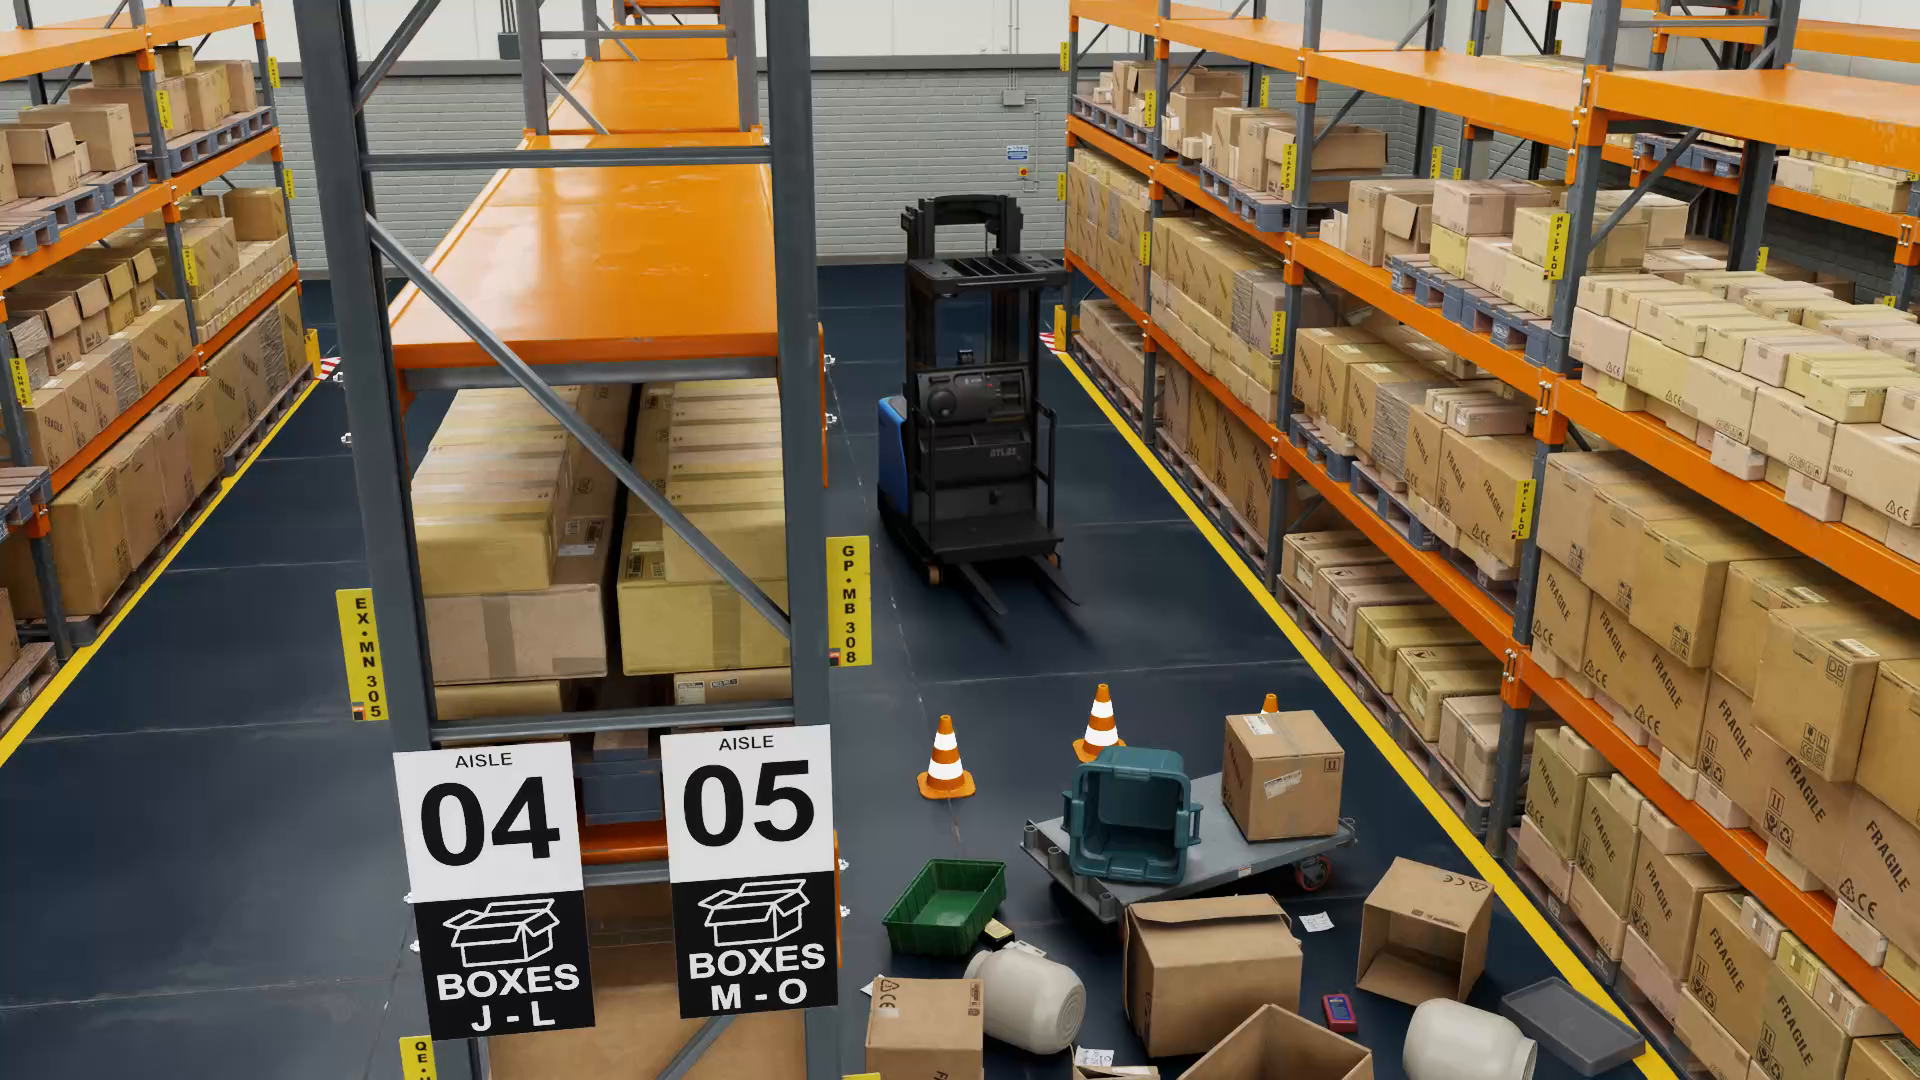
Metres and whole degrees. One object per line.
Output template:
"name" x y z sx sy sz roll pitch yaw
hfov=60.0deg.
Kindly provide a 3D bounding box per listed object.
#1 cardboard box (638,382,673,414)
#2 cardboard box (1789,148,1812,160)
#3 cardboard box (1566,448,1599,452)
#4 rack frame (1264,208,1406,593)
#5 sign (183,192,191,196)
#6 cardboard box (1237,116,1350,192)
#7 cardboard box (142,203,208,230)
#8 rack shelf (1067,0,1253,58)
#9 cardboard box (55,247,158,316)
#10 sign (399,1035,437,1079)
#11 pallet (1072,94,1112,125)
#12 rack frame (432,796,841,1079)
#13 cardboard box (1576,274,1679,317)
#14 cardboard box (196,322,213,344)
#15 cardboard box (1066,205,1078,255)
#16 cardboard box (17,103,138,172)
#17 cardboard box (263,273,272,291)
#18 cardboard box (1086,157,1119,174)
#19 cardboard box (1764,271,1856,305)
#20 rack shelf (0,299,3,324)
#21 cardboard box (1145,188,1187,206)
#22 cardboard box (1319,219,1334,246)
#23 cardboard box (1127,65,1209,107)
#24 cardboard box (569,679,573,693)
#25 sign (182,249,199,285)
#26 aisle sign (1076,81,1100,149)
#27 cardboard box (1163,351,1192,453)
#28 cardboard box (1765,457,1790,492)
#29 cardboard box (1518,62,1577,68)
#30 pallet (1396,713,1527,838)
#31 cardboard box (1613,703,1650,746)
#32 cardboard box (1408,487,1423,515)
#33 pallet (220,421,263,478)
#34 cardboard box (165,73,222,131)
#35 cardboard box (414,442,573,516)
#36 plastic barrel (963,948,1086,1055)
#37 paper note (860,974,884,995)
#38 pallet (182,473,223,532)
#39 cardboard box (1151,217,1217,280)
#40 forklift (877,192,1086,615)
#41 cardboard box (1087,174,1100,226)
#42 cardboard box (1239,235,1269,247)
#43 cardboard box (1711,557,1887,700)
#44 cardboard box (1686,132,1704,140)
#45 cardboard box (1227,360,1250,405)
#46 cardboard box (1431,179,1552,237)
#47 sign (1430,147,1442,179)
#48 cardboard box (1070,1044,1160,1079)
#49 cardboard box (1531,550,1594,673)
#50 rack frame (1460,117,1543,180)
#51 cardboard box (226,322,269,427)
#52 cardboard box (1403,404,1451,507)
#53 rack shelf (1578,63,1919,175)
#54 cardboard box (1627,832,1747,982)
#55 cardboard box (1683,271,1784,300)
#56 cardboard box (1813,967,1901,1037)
"cardboard box" -0.844 -0.399 5.756 0.500 0.250 0.500 -3 21 -8
"cardboard box" 7.384 -3.362 14.288 0.380 0.149 0.250 -2 21 -6
"cardboard box" 3.714 -0.206 9.313 0.500 0.500 0.500 -2 21 -6
"rack frame" 2.921 -1.031 12.690 1.000 3.000 0.127 -3 21 -8
"sign" -8.588 -3.718 18.534 0.100 0.325 0.005 -3 21 -8
"cardboard box" 2.591 -3.013 12.967 0.700 0.500 0.500 -4 21 -10
"cardboard box" -8.084 -3.190 17.187 0.500 0.500 0.500 -3 21 -9
"rack shelf" 2.056 -5.395 17.399 1.077 0.370 4.000 -3 21 -8
"cardboard box" -7.362 -2.213 14.276 0.797 0.503 0.637 -3 21 -9
"sign" -1.348 1.392 4.208 0.100 0.325 0.005 -3 21 -8
"pallet" 1.885 -4.909 18.911 1.003 0.211 1.213 -3 21 -8
"rack frame" -0.809 2.023 4.512 1.000 3.000 0.127 -3 21 -8
"cardboard box" 3.220 -1.182 8.026 0.380 0.149 0.250 -3 21 -9
"cardboard box" -7.175 -1.918 15.423 0.380 0.149 0.250 -3 21 -8
"cardboard box" 1.553 -3.667 19.605 0.500 0.500 0.500 -3 21 -8
"cardboard box" -7.368 -3.365 13.908 0.700 0.500 0.500 -2 21 -6
"cardboard box" -7.513 -2.723 17.580 0.380 0.149 0.250 -3 21 -9
"cardboard box" 1.633 -4.210 18.703 0.380 0.149 0.250 -4 21 -10
"cardboard box" 7.414 -2.084 14.761 0.797 0.503 0.637 -3 21 -9
"rack shelf" -6.597 -0.907 9.099 1.077 0.370 4.000 -3 21 -8
"cardboard box" 2.055 -3.423 16.594 0.380 0.149 0.250 -2 21 -6
"cardboard box" 2.798 -2.201 11.895 0.380 0.149 0.250 -3 21 -8
"cardboard box" 2.118 -4.579 17.010 0.797 0.503 0.637 -1 21 -4
"cardboard box" -1.228 0.307 4.437 0.380 0.149 0.250 -3 21 -7
"sign" -6.926 -2.453 14.954 0.100 0.325 0.005 -3 21 -8
"aisle sign" 1.471 -5.029 19.679 0.394 0.787 0.004 -3 21 -8
"cardboard box" 2.513 -1.407 16.133 0.875 0.875 0.875 -2 21 -6
"cardboard box" 3.522 -0.279 6.747 0.380 0.149 0.250 -3 21 -7
"cardboard box" 6.635 -5.245 18.759 0.500 0.250 0.500 -3 21 -9
"pallet" 3.384 1.390 10.192 1.003 0.211 1.213 -3 21 -8
"cardboard box" 3.383 0.859 7.988 0.380 0.149 0.250 -2 21 -6
"cardboard box" 3.018 -0.244 10.340 0.380 0.149 0.250 -3 21 -8
"pallet" -7.494 -0.877 16.264 1.003 0.211 1.213 -3 21 -8
"cardboard box" -7.642 -4.255 16.147 0.700 0.500 0.500 -2 21 -5
"cardboard box" -1.265 -0.156 4.537 0.380 0.149 0.250 -3 21 -7
"plastic barrel" 0.296 2.161 7.827 0.512 0.421 0.421 12 24 30
"paper note" -0.393 2.216 8.239 0.142 0.020 0.147 17 27 39
"pallet" -7.276 -0.347 14.843 1.003 0.211 1.213 -3 21 -8
"cardboard box" 2.124 -2.765 15.759 0.500 0.500 0.500 -3 21 -7
"forklift" 0.178 -1.164 13.144 1.130 2.935 3.031 -6 21 -16
"cardboard box" 1.719 -3.780 18.476 0.500 0.500 0.500 -3 21 -8
"cardboard box" 2.793 -2.434 14.874 0.500 0.500 0.500 -2 21 -6
"cardboard box" 3.609 0.391 6.884 0.700 0.500 0.500 -3 21 -8
"cardboard box" 6.994 -3.809 15.457 0.380 0.149 0.250 -3 21 -7
"cardboard box" 2.502 -1.299 13.622 0.500 0.250 0.500 -3 21 -7
"cardboard box" 3.119 -1.959 9.786 0.500 0.250 0.500 -3 21 -7
"sign" 3.459 -2.705 12.146 0.100 0.325 0.005 -3 21 -8
"cardboard box" 0.684 2.421 7.354 0.396 0.266 0.258 1 20 2
"cardboard box" 3.285 0.334 8.467 0.500 0.500 0.500 -3 21 -8
"rack frame" 6.679 -4.053 20.780 1.000 3.000 0.127 -3 21 -8
"cardboard box" -7.608 -1.662 16.815 0.875 0.875 0.875 -3 21 -8
"cardboard box" 3.063 -0.528 10.175 0.500 0.500 0.500 -2 21 -6
"rack shelf" 3.786 -1.426 6.205 1.077 0.370 4.000 -3 21 -8
"cardboard box" 3.478 1.676 7.700 0.500 0.500 0.500 -2 21 -5
"cardboard box" 3.760 -1.209 8.098 0.380 0.149 0.250 -2 21 -7
"cardboard box" 3.582 1.787 6.476 0.380 0.149 0.250 -2 21 -6
